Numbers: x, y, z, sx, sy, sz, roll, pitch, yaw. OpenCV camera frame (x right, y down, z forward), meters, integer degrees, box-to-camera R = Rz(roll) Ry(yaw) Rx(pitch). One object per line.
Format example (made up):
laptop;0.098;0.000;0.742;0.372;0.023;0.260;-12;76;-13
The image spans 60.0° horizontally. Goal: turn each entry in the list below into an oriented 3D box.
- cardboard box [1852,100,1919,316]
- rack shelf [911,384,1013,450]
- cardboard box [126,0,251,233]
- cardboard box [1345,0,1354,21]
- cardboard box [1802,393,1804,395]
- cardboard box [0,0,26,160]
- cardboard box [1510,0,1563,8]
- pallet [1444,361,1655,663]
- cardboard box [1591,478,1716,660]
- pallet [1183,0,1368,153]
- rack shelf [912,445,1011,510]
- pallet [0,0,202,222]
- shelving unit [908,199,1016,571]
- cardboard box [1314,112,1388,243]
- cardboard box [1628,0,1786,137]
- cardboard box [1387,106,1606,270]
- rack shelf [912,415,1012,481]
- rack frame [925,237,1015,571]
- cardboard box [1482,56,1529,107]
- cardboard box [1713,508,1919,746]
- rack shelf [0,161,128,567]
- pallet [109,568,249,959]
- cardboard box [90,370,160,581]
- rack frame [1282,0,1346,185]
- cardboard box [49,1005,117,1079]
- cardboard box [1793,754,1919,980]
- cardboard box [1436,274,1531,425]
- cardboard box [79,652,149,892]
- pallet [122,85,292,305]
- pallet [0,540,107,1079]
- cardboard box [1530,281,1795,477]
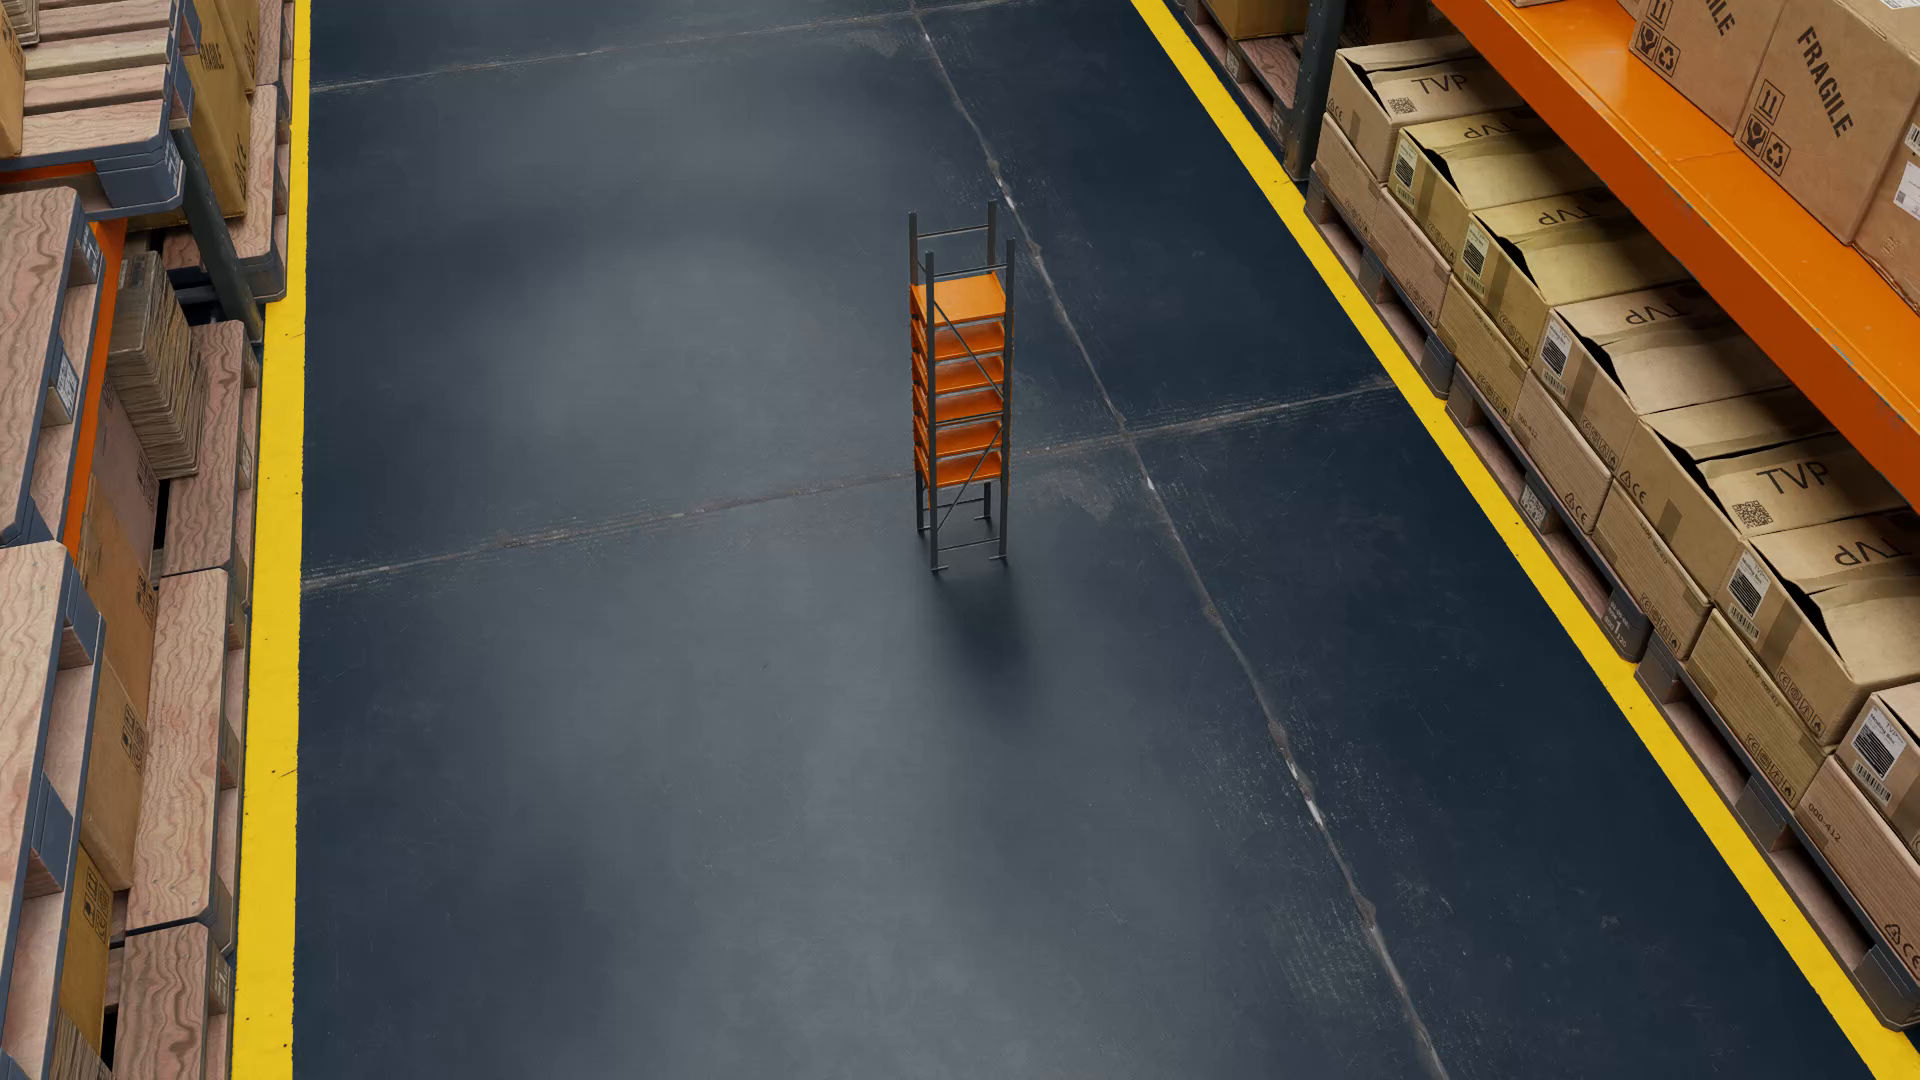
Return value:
cardboard box;2.510;-0.775;3.839;0.500;0.500;0.500;-8;46;-7
rack shelf;0.004;-0.379;4.843;0.258;0.103;0.180;-11;47;-10
cardboard box;-3.047;-1.623;5.951;0.750;0.750;0.750;-11;47;-11
cardboard box;1.822;-2.611;7.150;0.500;0.500;0.500;-12;47;-12
cardboard box;2.566;-0.616;4.992;0.500;0.311;0.500;-10;46;-9
cardboard box;-2.686;-1.182;3.930;0.700;0.500;0.500;-15;47;-14
cardboard box;1.844;-1.921;5.094;0.500;0.311;0.500;-11;47;-11
pallet;2.284;-0.212;5.310;1.003;0.211;1.213;-11;47;-10
cardboard box;2.181;0.036;4.745;0.500;0.250;0.500;-10;46;-9
pallet;1.647;-2.151;7.210;1.003;0.211;1.213;-11;47;-10
rack shelf;0.004;-0.211;5.015;0.258;0.103;0.180;-11;47;-10
pallet;-2.700;-1.157;4.418;1.213;0.211;1.003;-11;47;-10
shelving unit;0.004;-0.410;4.812;0.258;1.200;0.189;-11;47;-10
cardboard box;1.652;-1.374;6.127;0.500;0.250;0.500;-11;47;-10
cardboard box;2.247;-1.484;4.534;0.500;0.500;0.500;-13;47;-12
cardboard box;1.795;-1.209;5.573;0.500;0.311;0.500;-12;47;-11
rack shelf;0.004;-0.295;4.929;0.258;0.103;0.180;-11;47;-10
rack frame;0.027;-0.347;4.750;0.240;1.200;0.006;-11;47;-10
cardboard box;2.174;-1.669;6.024;0.500;0.311;0.500;-10;46;-9
cardboard box;2.306;0.191;4.201;0.500;0.311;0.500;-10;46;-9
rack shelf;-2.474;-0.064;3.716;1.077;0.370;4.000;-11;47;-10
pallet;-2.478;0.660;4.455;1.003;0.211;1.213;-11;47;-10
cardboard box;-2.731;-0.111;4.701;0.700;0.500;0.500;-11;47;-10
rack frame;1.802;-2.605;5.702;1.000;3.000;0.127;-11;47;-10
cardboard box;-2.166;1.281;3.336;0.700;0.500;0.500;-9;46;-9
cardboard box;2.440;0.739;4.057;0.500;0.250;0.500;-11;47;-11
cardboard box;1.921;-0.669;5.437;0.500;0.250;0.500;-12;47;-11
cardboard box;-2.438;0.574;4.030;0.700;0.500;0.500;-10;46;-10
pallet;-3.115;-1.278;6.355;1.003;0.211;1.213;-11;47;-10
pallet;-2.017;0.578;2.717;1.003;0.211;1.213;-11;47;-10
cardboard box;2.055;-0.502;4.880;0.500;0.311;0.500;-11;47;-11
